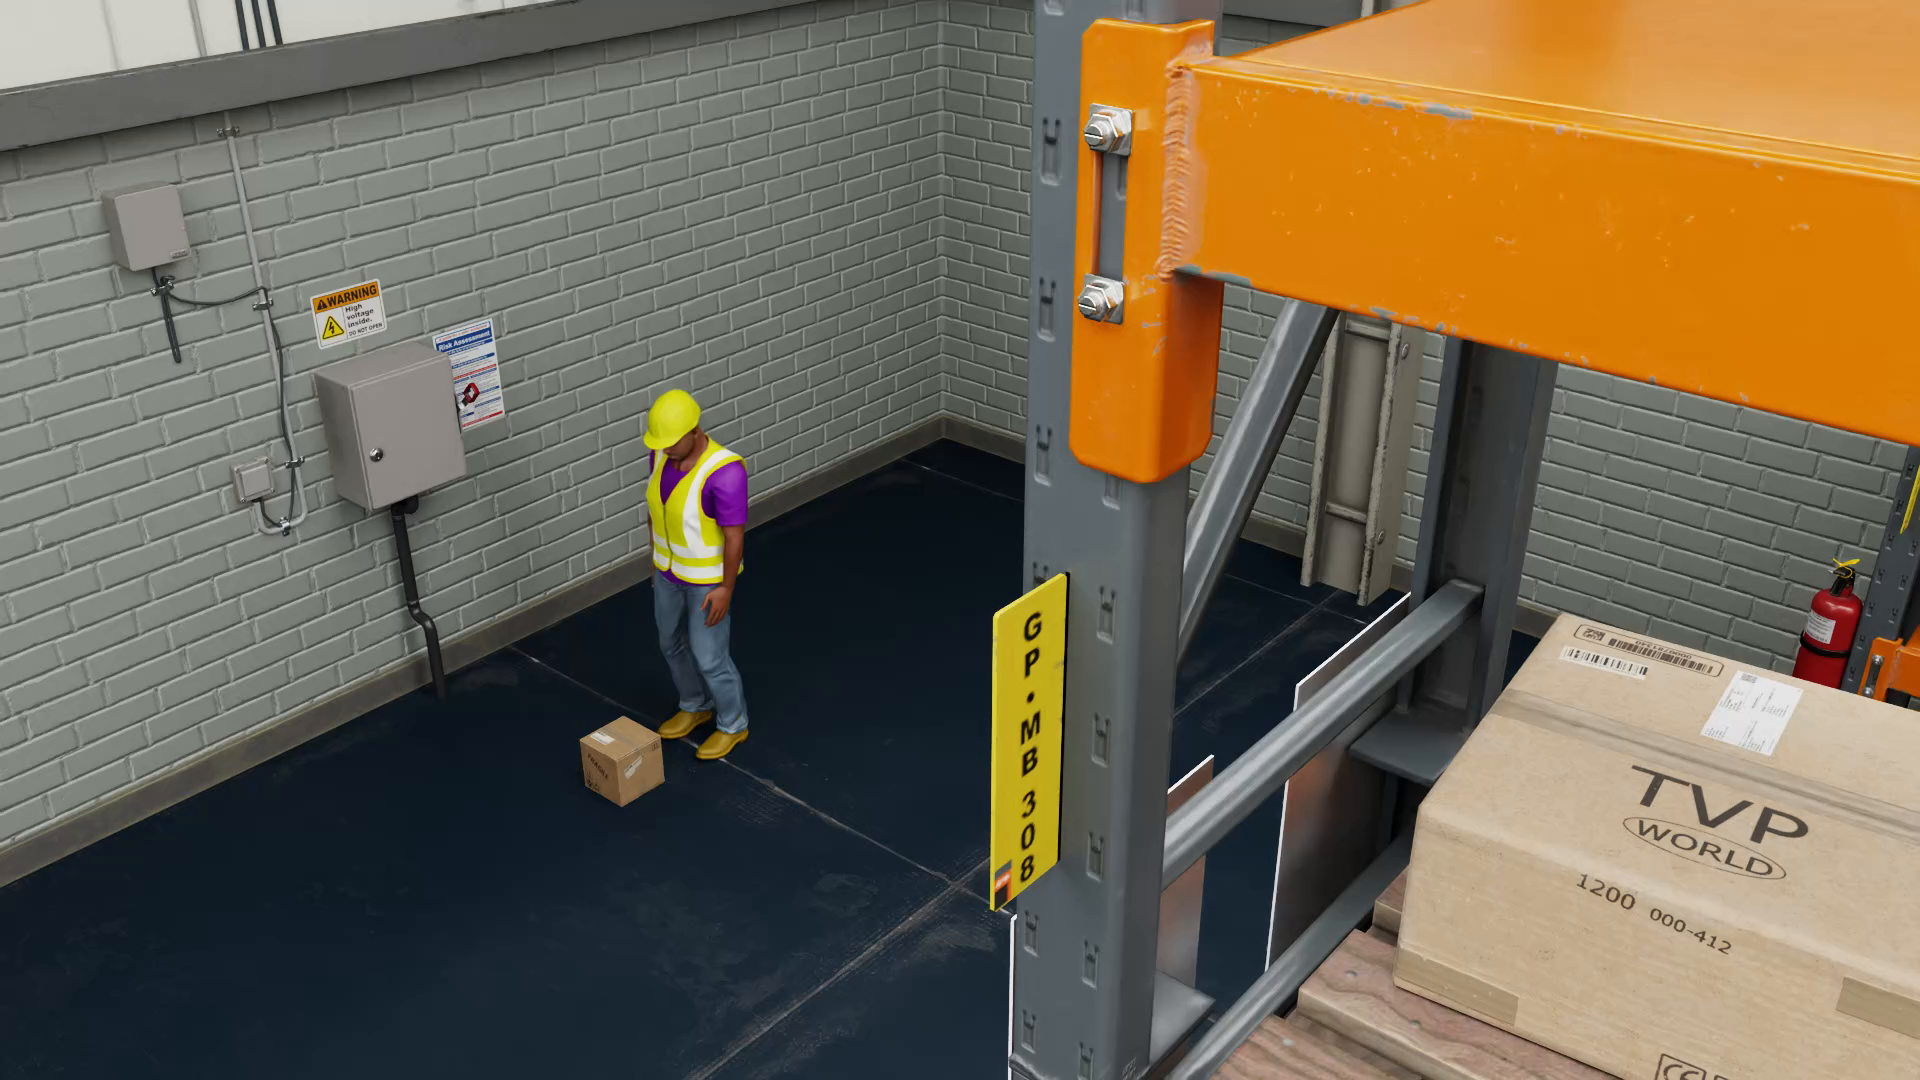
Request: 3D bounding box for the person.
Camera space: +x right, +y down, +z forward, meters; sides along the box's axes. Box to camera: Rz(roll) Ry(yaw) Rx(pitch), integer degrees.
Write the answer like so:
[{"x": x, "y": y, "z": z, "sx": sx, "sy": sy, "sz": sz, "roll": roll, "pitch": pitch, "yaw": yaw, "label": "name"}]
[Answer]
[{"x": -1.166, "y": 0.146, "z": 7.327, "sx": 0.575, "sy": 1.748, "sz": 0.390, "roll": 22, "pitch": 34, "yaw": 36, "label": "person"}]
